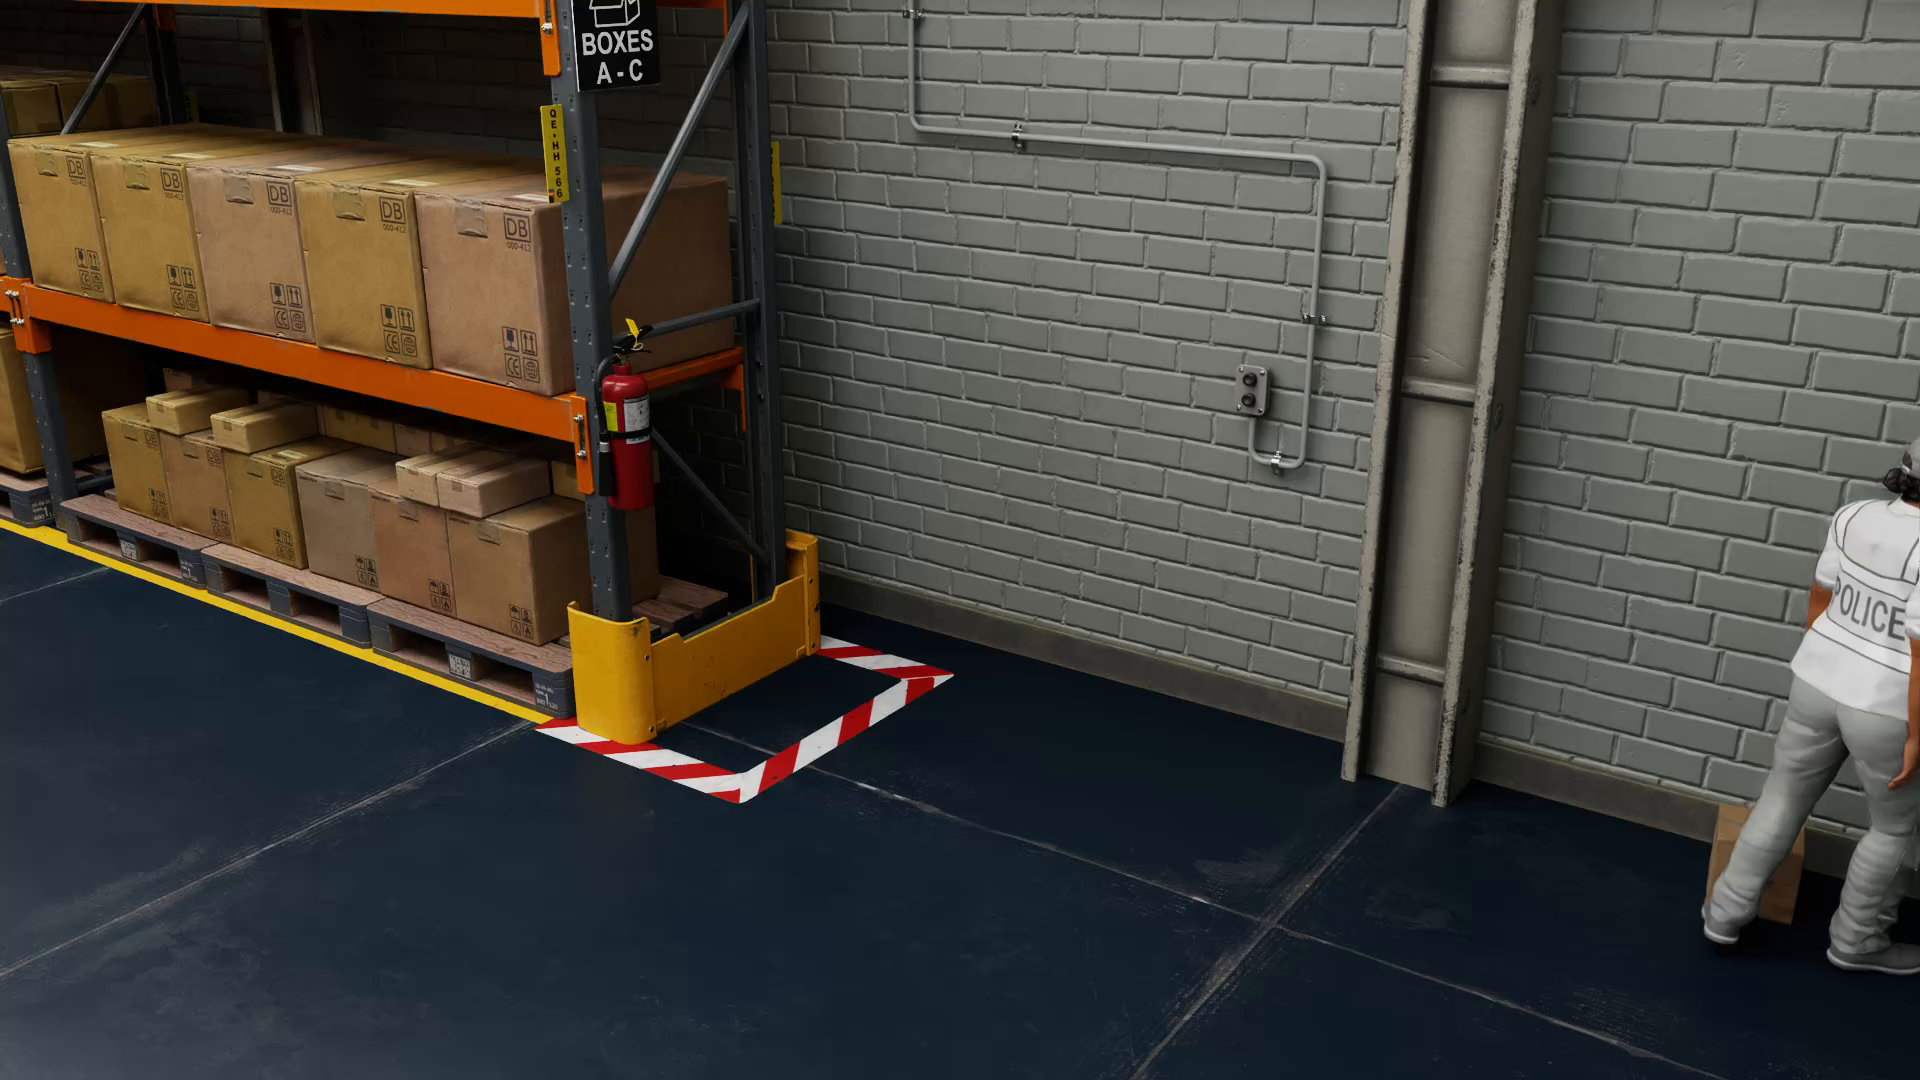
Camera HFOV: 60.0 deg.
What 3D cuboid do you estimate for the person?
[{"bbox_3d":[2.566,0.468,4.778,0.585,1.659,0.547,-8,21,-20],"label":"person"}]
